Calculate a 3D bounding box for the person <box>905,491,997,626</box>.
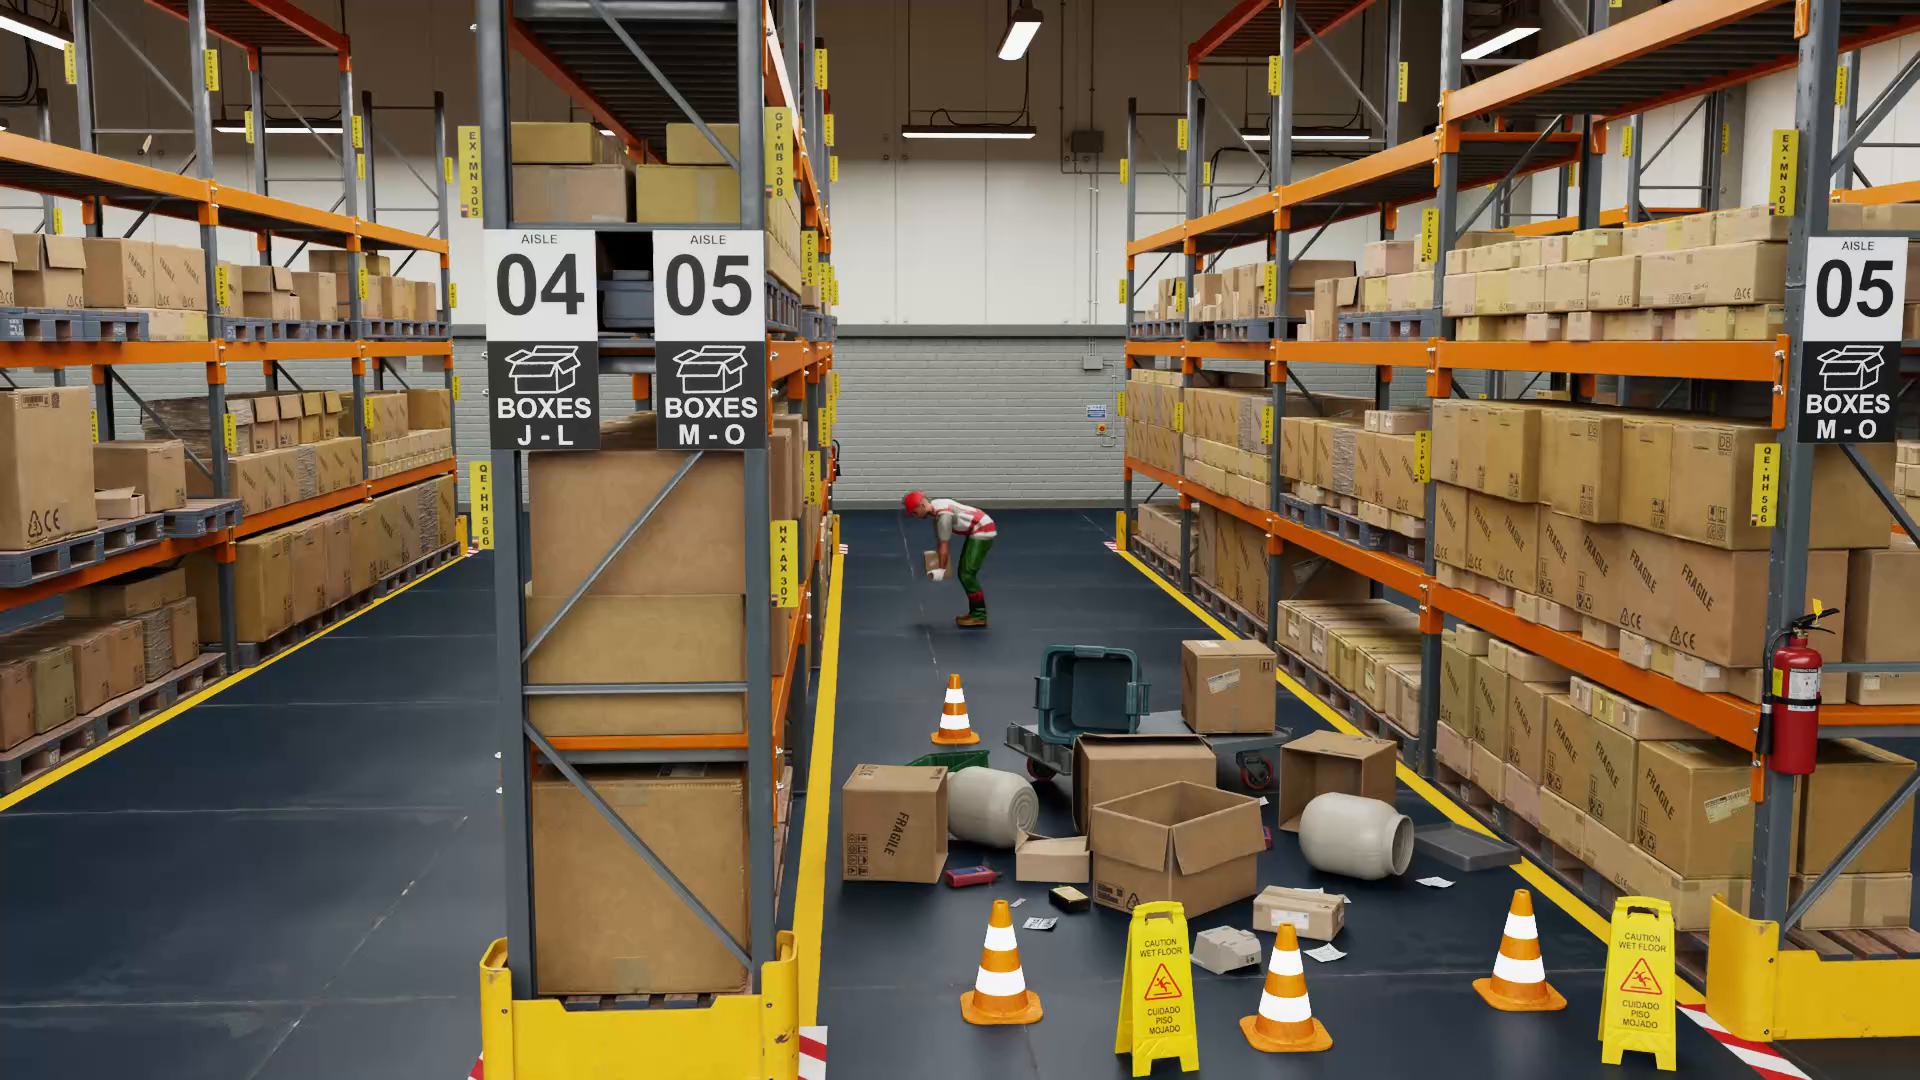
[{"bbox_3d":[-0.092,0.177,16.554,0.914,1.335,0.487,-1,7,-5],"label":"person"}]
